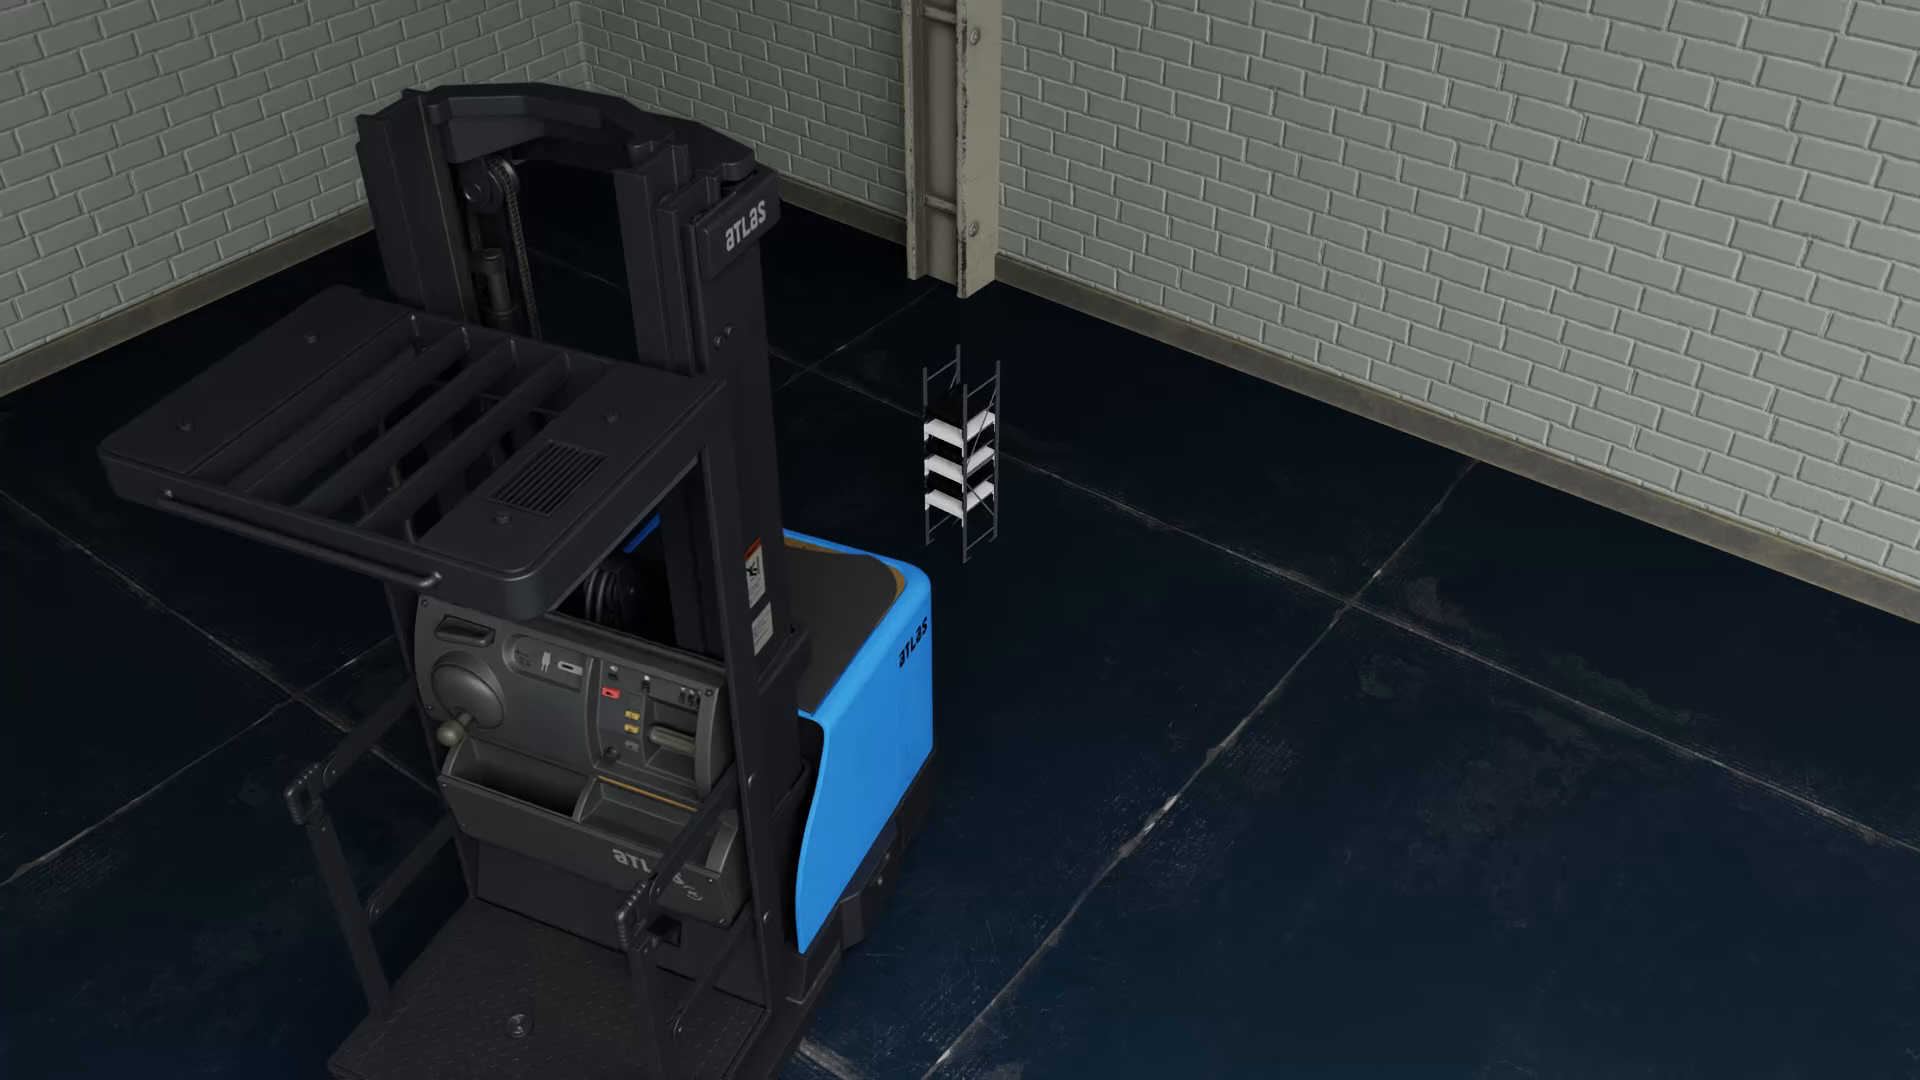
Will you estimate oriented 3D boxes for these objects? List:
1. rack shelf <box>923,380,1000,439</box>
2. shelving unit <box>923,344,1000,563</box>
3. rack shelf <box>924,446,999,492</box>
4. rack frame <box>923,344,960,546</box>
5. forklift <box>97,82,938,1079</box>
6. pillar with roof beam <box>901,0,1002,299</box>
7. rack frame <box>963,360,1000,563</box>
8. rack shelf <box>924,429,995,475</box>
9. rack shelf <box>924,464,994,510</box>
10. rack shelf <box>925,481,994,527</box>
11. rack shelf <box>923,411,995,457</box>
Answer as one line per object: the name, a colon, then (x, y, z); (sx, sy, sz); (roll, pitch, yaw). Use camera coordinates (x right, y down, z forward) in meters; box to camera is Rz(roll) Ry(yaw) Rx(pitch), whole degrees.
rack shelf: (0.006, -0.538, 6.823); (0.200, 0.077, 0.258); (25, 45, 29)
shelving unit: (0.006, -0.351, 6.969); (0.210, 0.900, 0.258); (25, 45, 29)
rack shelf: (0.006, -0.325, 6.989); (0.200, 0.077, 0.258); (25, 45, 29)
rack frame: (-0.074, -0.389, 7.017); (0.006, 0.900, 0.240); (25, 45, 29)
forklift: (-1.132, 0.496, 4.239); (1.130, 2.935, 3.031); (15, 41, 18)
pillar with roof beam: (-2.657, -2.873, 3.620); (0.400, 9.000, 9.100); (25, 45, 29)
rack frame: (0.087, -0.313, 6.920); (0.006, 0.900, 0.240); (25, 45, 29)
rack shelf: (0.006, -0.396, 6.934); (0.200, 0.077, 0.258); (25, 45, 29)
rack shelf: (0.006, -0.254, 7.045); (0.200, 0.077, 0.258); (25, 45, 29)
rack shelf: (0.006, -0.183, 7.100); (0.200, 0.077, 0.258); (25, 45, 29)
rack shelf: (0.006, -0.467, 6.878); (0.200, 0.077, 0.258); (25, 45, 29)
